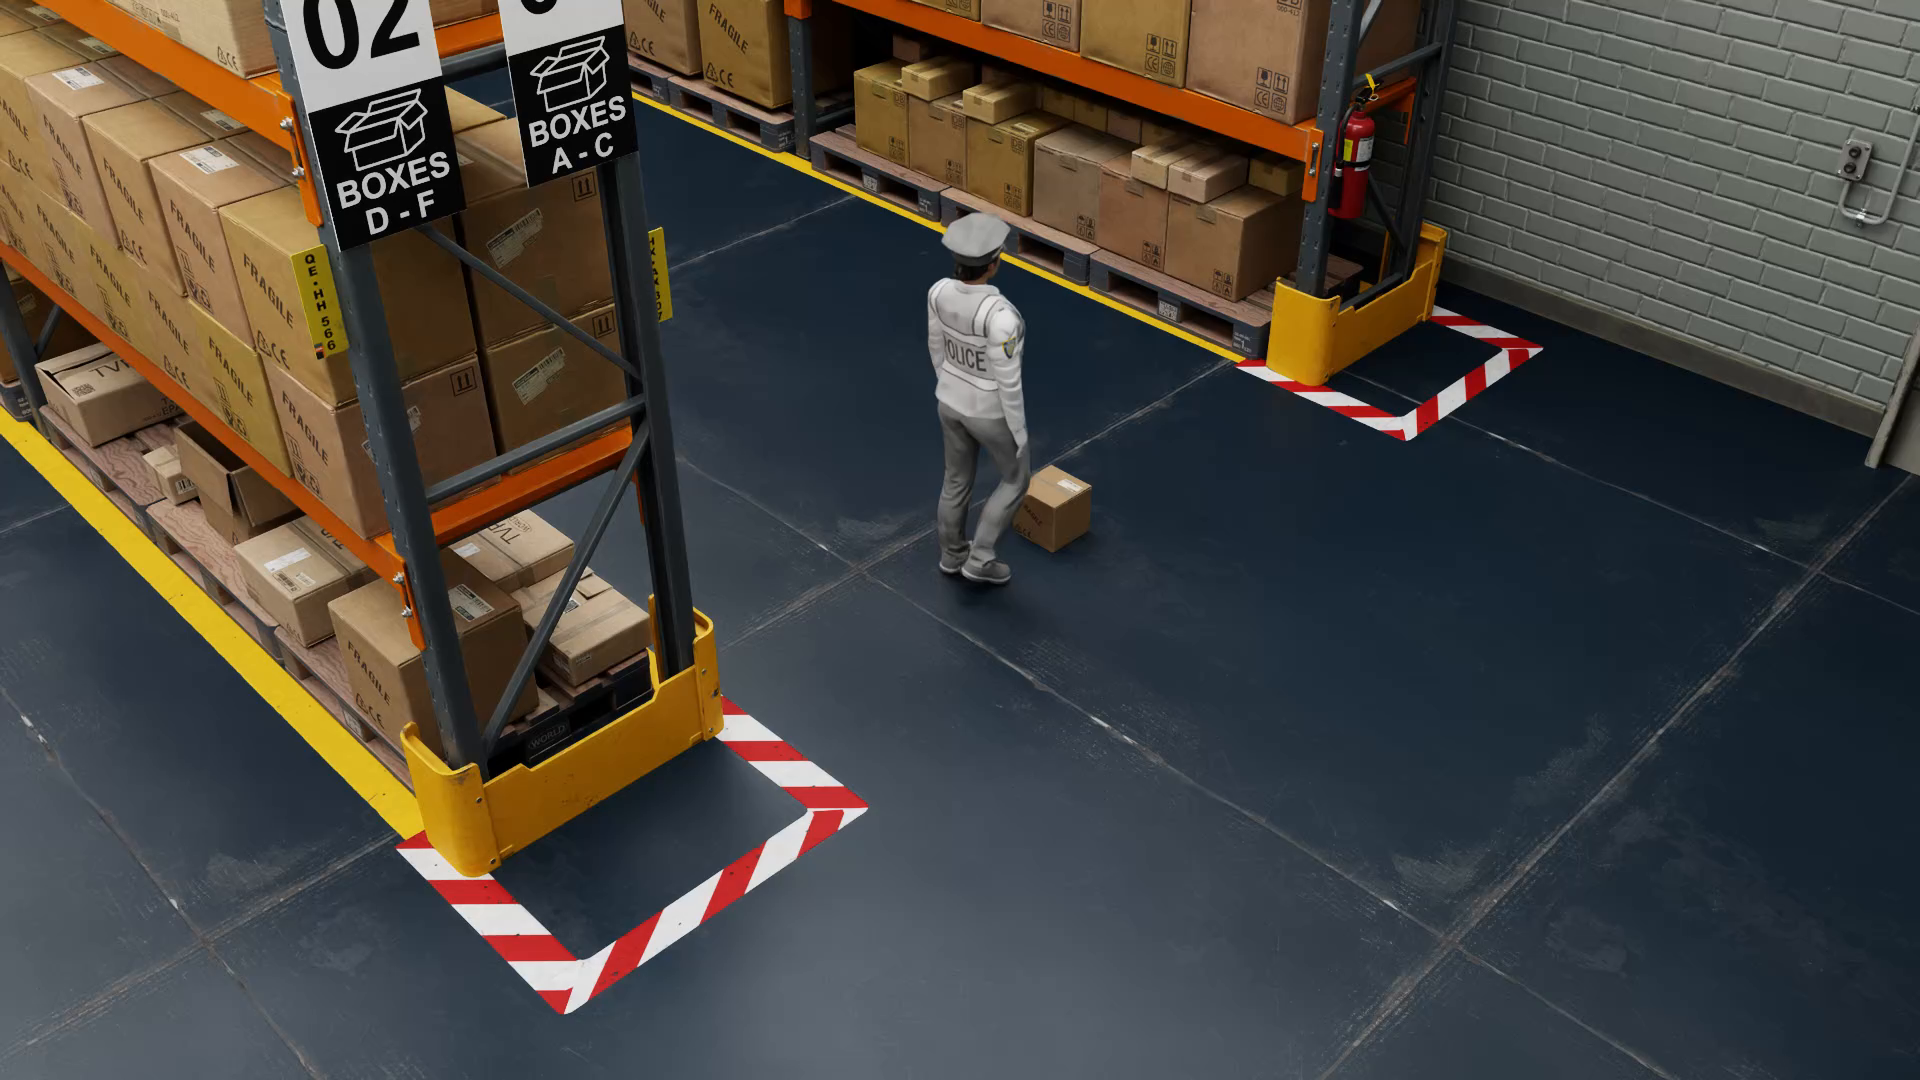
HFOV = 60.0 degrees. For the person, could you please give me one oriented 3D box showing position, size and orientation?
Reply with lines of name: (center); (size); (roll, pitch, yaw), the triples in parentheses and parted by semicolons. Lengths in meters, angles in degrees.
person: (0.080, -0.541, 6.871); (0.337, 1.696, 0.500); (-30, 45, -35)
